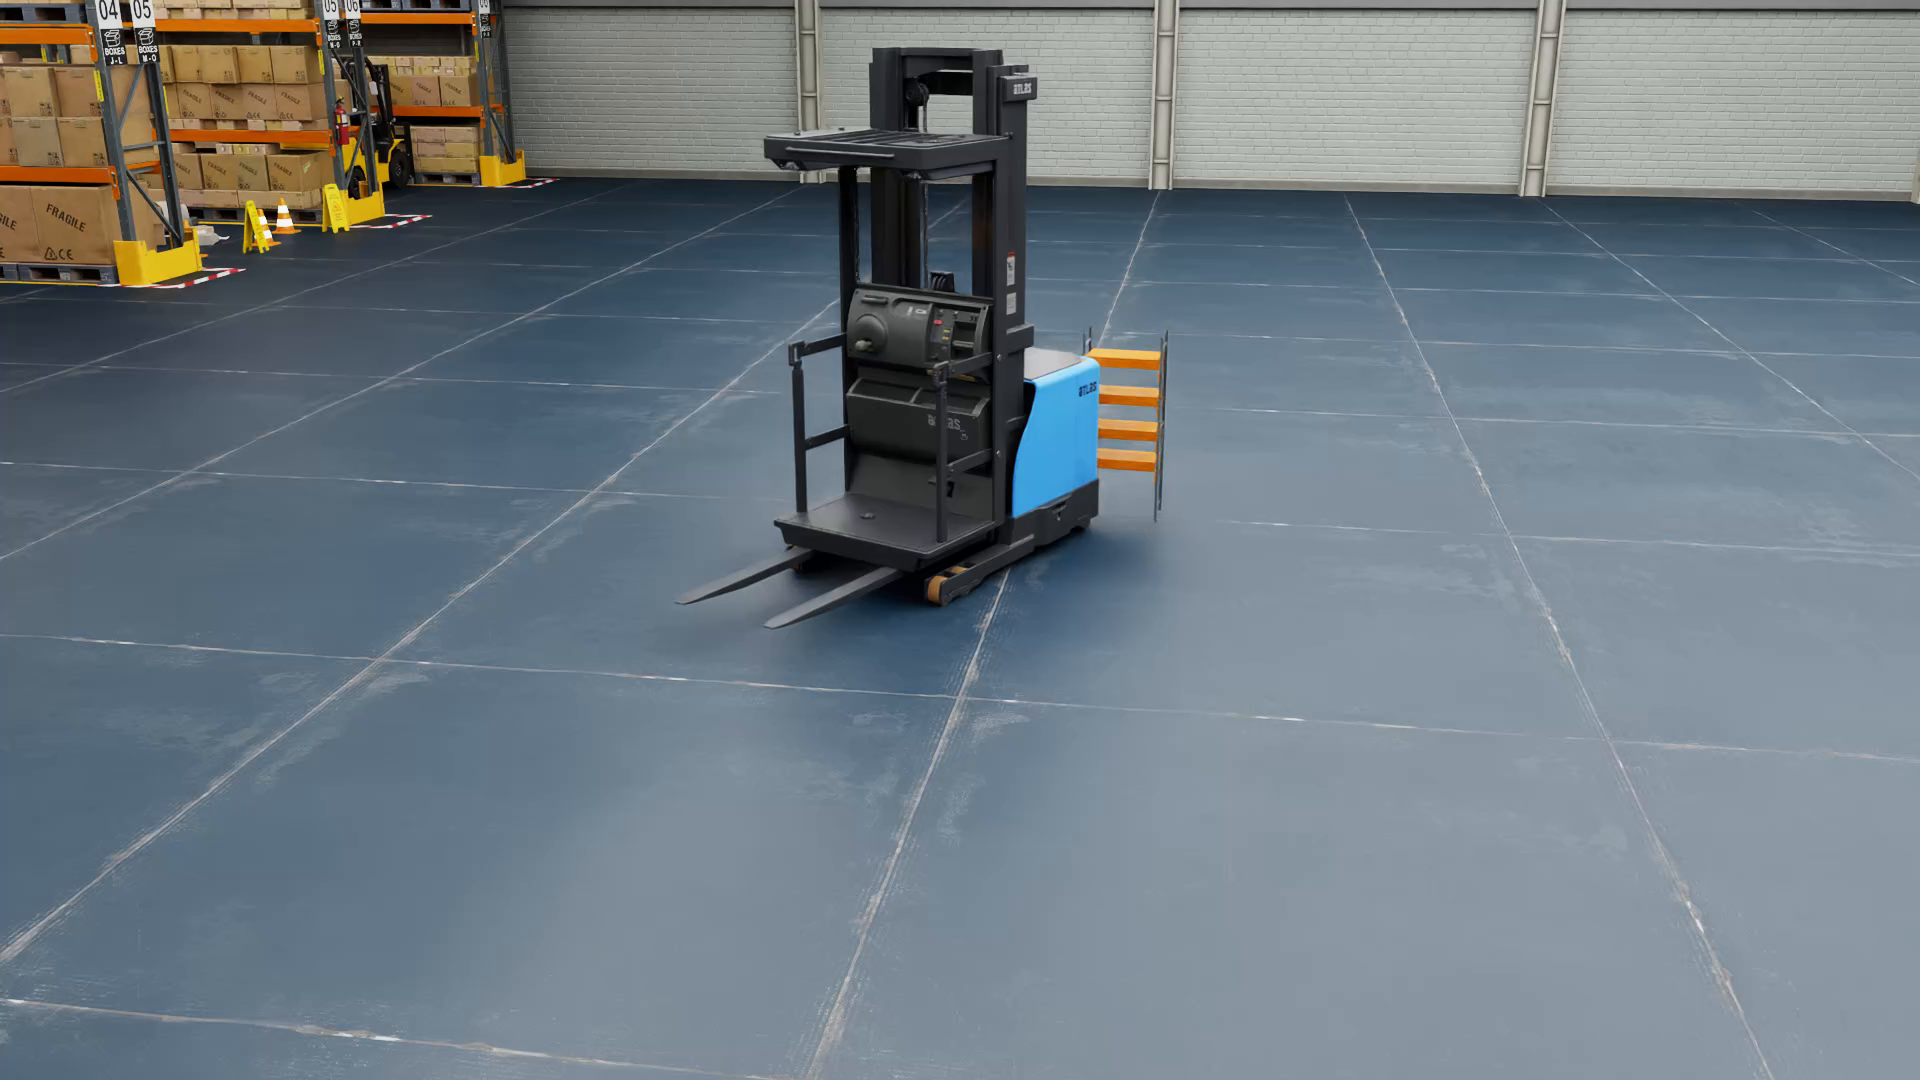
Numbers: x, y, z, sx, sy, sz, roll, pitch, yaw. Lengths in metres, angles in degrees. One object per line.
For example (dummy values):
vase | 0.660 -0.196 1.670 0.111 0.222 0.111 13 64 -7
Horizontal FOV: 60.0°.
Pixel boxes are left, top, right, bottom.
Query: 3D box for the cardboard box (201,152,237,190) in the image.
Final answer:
cardboard box | -10.558 -5.333 24.003 0.500 0.500 0.500 2 19 7

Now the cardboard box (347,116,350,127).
cardboard box | -9.015 -6.033 24.003 0.250 0.149 0.380 3 19 9

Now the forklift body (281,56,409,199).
forklift body | -10.090 -6.747 27.078 1.214 2.155 2.313 3 19 9

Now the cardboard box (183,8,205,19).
cardboard box | -10.633 -7.367 23.263 0.250 0.149 0.380 3 19 8

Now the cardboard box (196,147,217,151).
cardboard box | -11.029 -5.526 24.582 0.500 0.500 0.500 4 19 12

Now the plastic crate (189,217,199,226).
plastic crate | -11.242 -4.551 23.779 0.583 0.080 0.402 -3 19 -10

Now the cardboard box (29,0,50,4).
cardboard box | -10.029 -5.988 18.321 0.250 0.149 0.380 3 19 9

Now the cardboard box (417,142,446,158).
cardboard box | -8.952 -6.713 28.523 0.500 0.250 0.500 3 19 8

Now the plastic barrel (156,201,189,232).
plastic barrel | -10.992 -4.478 23.020 0.512 0.421 0.421 -15 24 -38

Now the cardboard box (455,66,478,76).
cardboard box | -8.316 -7.910 28.037 0.250 0.149 0.380 3 19 9

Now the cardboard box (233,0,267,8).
cardboard box | -9.755 -7.534 23.133 0.500 0.250 0.500 3 19 8

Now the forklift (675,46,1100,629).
forklift | -0.362 -1.196 9.258 1.130 2.935 3.031 12 22 32

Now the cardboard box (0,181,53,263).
cardboard box | -10.947 -3.763 19.509 0.875 0.875 0.875 3 19 8

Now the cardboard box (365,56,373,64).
cardboard box | -10.077 -8.167 28.336 0.250 0.149 0.380 3 19 9

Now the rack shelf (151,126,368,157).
rack shelf | -10.687 -5.830 24.133 4.000 0.370 1.077 3 19 9

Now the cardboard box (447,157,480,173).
cardboard box | -8.443 -6.445 28.511 0.500 0.250 0.500 3 19 9

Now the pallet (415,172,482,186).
pallet | -8.690 -6.329 28.885 1.213 0.211 1.003 3 19 9

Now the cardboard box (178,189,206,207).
cardboard box | -11.069 -5.003 24.201 0.500 0.250 0.500 3 19 8

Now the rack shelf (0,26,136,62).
rack shelf | -11.372 -5.697 19.007 4.000 0.370 1.077 3 19 9

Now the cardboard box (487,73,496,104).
cardboard box | -8.374 -7.785 28.685 0.500 0.500 0.500 4 19 10

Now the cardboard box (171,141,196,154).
cardboard box | -11.234 -5.653 23.938 0.250 0.149 0.380 4 19 12

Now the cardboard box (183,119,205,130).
cardboard box | -10.887 -5.965 23.799 0.250 0.149 0.380 3 19 8

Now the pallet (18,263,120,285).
pallet | -10.200 -3.208 19.558 1.213 0.211 1.003 3 19 9

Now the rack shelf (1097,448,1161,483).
rack shelf | 1.041 -0.486 10.704 0.480 0.148 0.258 5 19 14

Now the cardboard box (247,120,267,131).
cardboard box | -9.892 -5.904 23.617 0.250 0.149 0.380 3 19 10

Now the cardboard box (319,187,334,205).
cardboard box | -9.465 -5.093 24.468 0.500 0.250 0.500 3 19 8

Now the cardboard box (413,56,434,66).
cardboard box | -9.061 -8.117 28.186 0.250 0.149 0.380 3 19 9

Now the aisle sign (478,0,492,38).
aisle sign | -7.911 -8.763 27.669 0.004 0.787 0.394 3 19 9

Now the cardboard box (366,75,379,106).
cardboard box | -9.971 -7.692 28.408 0.500 0.500 0.500 3 19 9

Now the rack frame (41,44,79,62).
rack frame | -15.828 -8.028 29.570 0.127 3.000 1.000 3 19 9

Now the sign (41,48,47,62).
sign | -15.904 -8.369 28.889 0.005 0.325 0.100 3 19 9

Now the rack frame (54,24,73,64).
rack frame | -12.662 -6.272 24.320 0.127 3.000 1.000 3 19 9

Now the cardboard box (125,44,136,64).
cardboard box | -11.761 -6.812 23.732 0.500 0.500 0.700 3 19 9

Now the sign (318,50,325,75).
sign | -8.820 -6.596 22.968 0.005 0.325 0.100 3 19 9

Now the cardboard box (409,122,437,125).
cardboard box | -9.359 -7.131 28.984 0.500 0.250 0.500 3 19 8

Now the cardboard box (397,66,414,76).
cardboard box | -9.333 -7.961 28.188 0.250 0.149 0.380 2 19 7

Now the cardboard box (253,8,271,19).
cardboard box | -9.617 -7.330 23.153 0.250 0.149 0.380 3 19 10

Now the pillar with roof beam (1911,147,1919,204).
pillar with roof beam | 14.540 -8.231 20.722 0.400 9.000 9.100 3 19 9

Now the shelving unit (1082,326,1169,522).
shelving unit | 1.041 -0.739 10.619 0.503 1.200 0.258 5 19 14

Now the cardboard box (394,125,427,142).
cardboard box | -9.438 -6.967 28.493 0.500 0.250 0.500 3 19 9

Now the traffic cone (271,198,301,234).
traffic cone | -9.342 -4.485 22.978 0.334 0.463 0.336 3 19 9

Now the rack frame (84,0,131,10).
rack frame | -9.398 -7.359 18.116 0.127 3.000 1.000 3 19 9

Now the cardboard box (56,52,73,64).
cardboard box | -13.070 -7.101 24.489 0.250 0.149 0.380 3 19 8

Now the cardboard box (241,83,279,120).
cardboard box | -9.786 -6.227 23.558 0.500 0.500 0.500 3 19 9

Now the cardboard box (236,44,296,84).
cardboard box | -9.750 -6.718 23.452 0.500 0.500 0.700 3 19 9
